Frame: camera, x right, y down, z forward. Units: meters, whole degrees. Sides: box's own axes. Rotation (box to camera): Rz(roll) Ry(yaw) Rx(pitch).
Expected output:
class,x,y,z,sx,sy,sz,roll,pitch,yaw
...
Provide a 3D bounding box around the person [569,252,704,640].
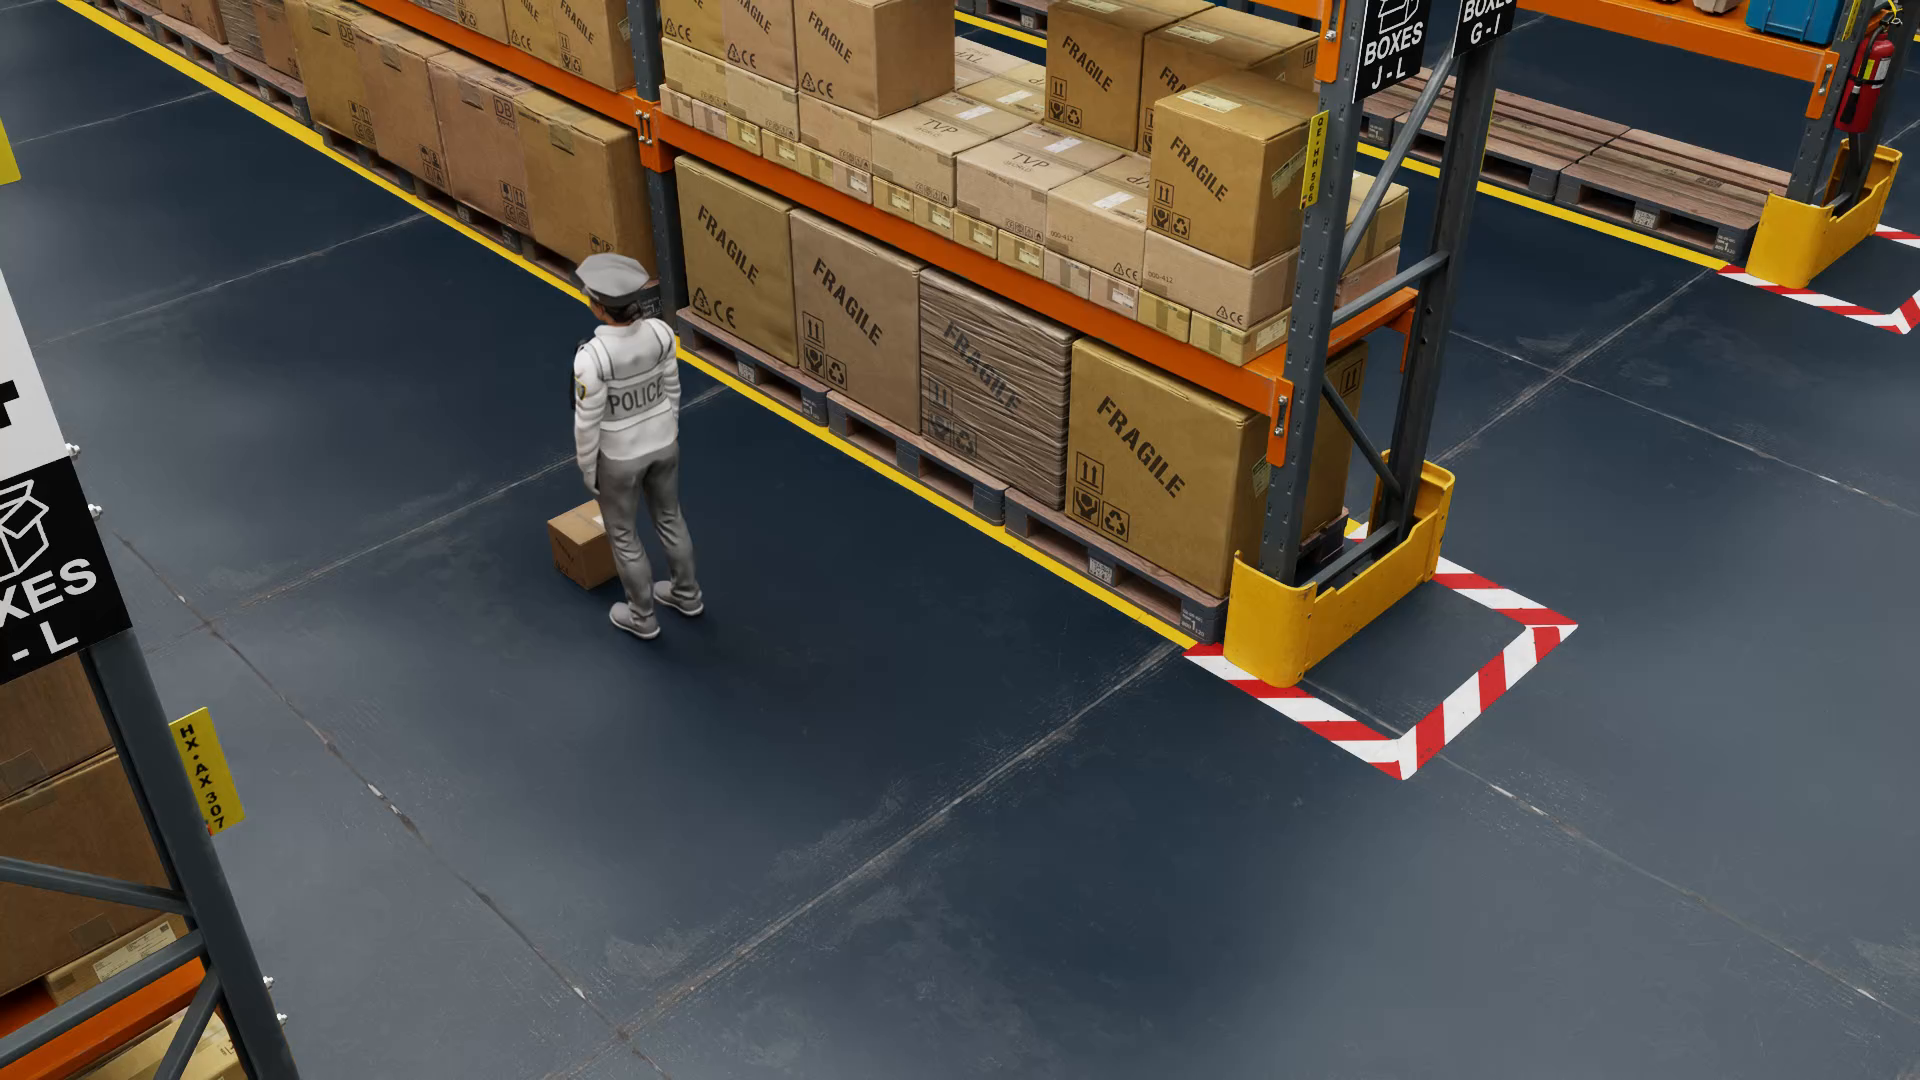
class,x,y,z,sx,sy,sz,roll,pitch,yaw
person,-1.315,-0.354,6.633,0.466,1.675,0.334,-29,45,-34
